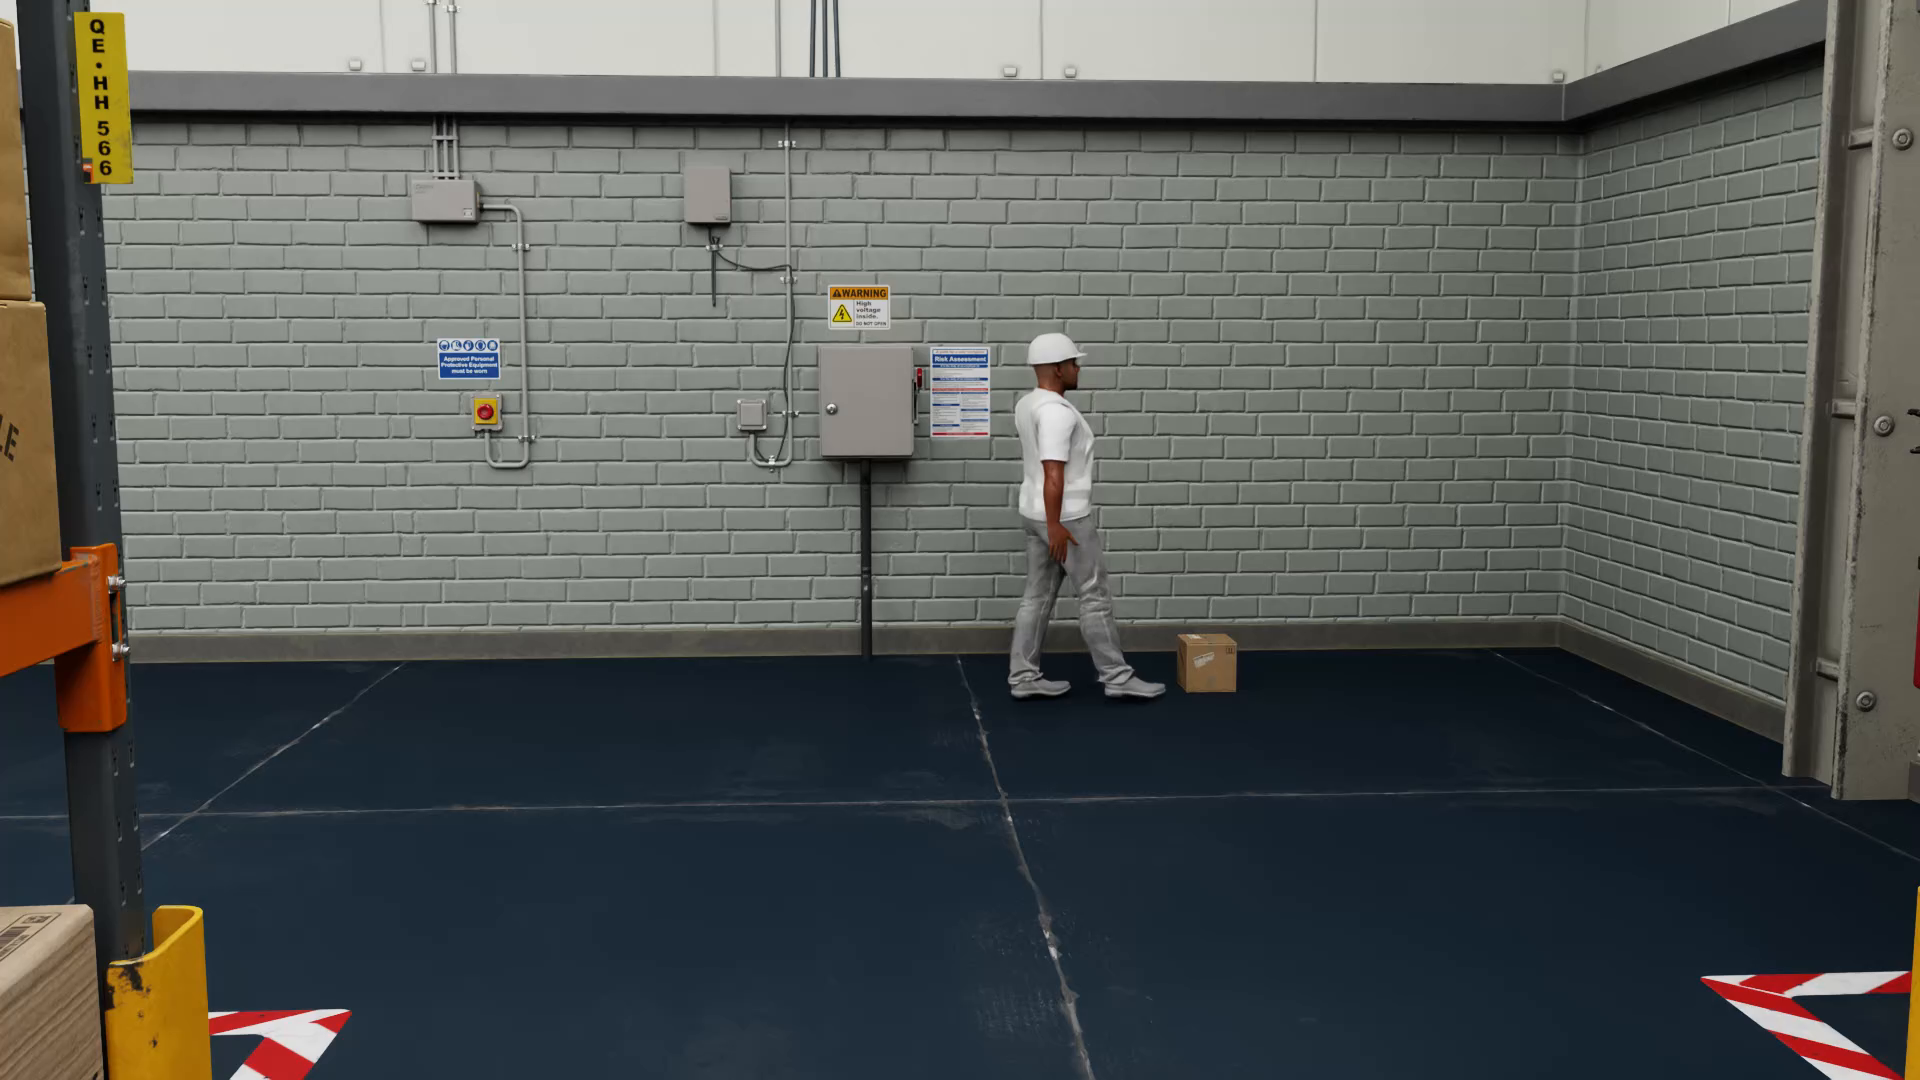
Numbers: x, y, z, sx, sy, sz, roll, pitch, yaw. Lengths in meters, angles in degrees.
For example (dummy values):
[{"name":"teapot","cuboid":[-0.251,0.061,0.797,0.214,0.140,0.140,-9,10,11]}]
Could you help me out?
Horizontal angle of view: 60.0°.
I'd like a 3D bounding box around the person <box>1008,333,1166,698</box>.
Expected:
[{"name":"person","cuboid":[0.594,-0.118,8.038,0.742,1.750,0.591,-2,7,-16]}]
